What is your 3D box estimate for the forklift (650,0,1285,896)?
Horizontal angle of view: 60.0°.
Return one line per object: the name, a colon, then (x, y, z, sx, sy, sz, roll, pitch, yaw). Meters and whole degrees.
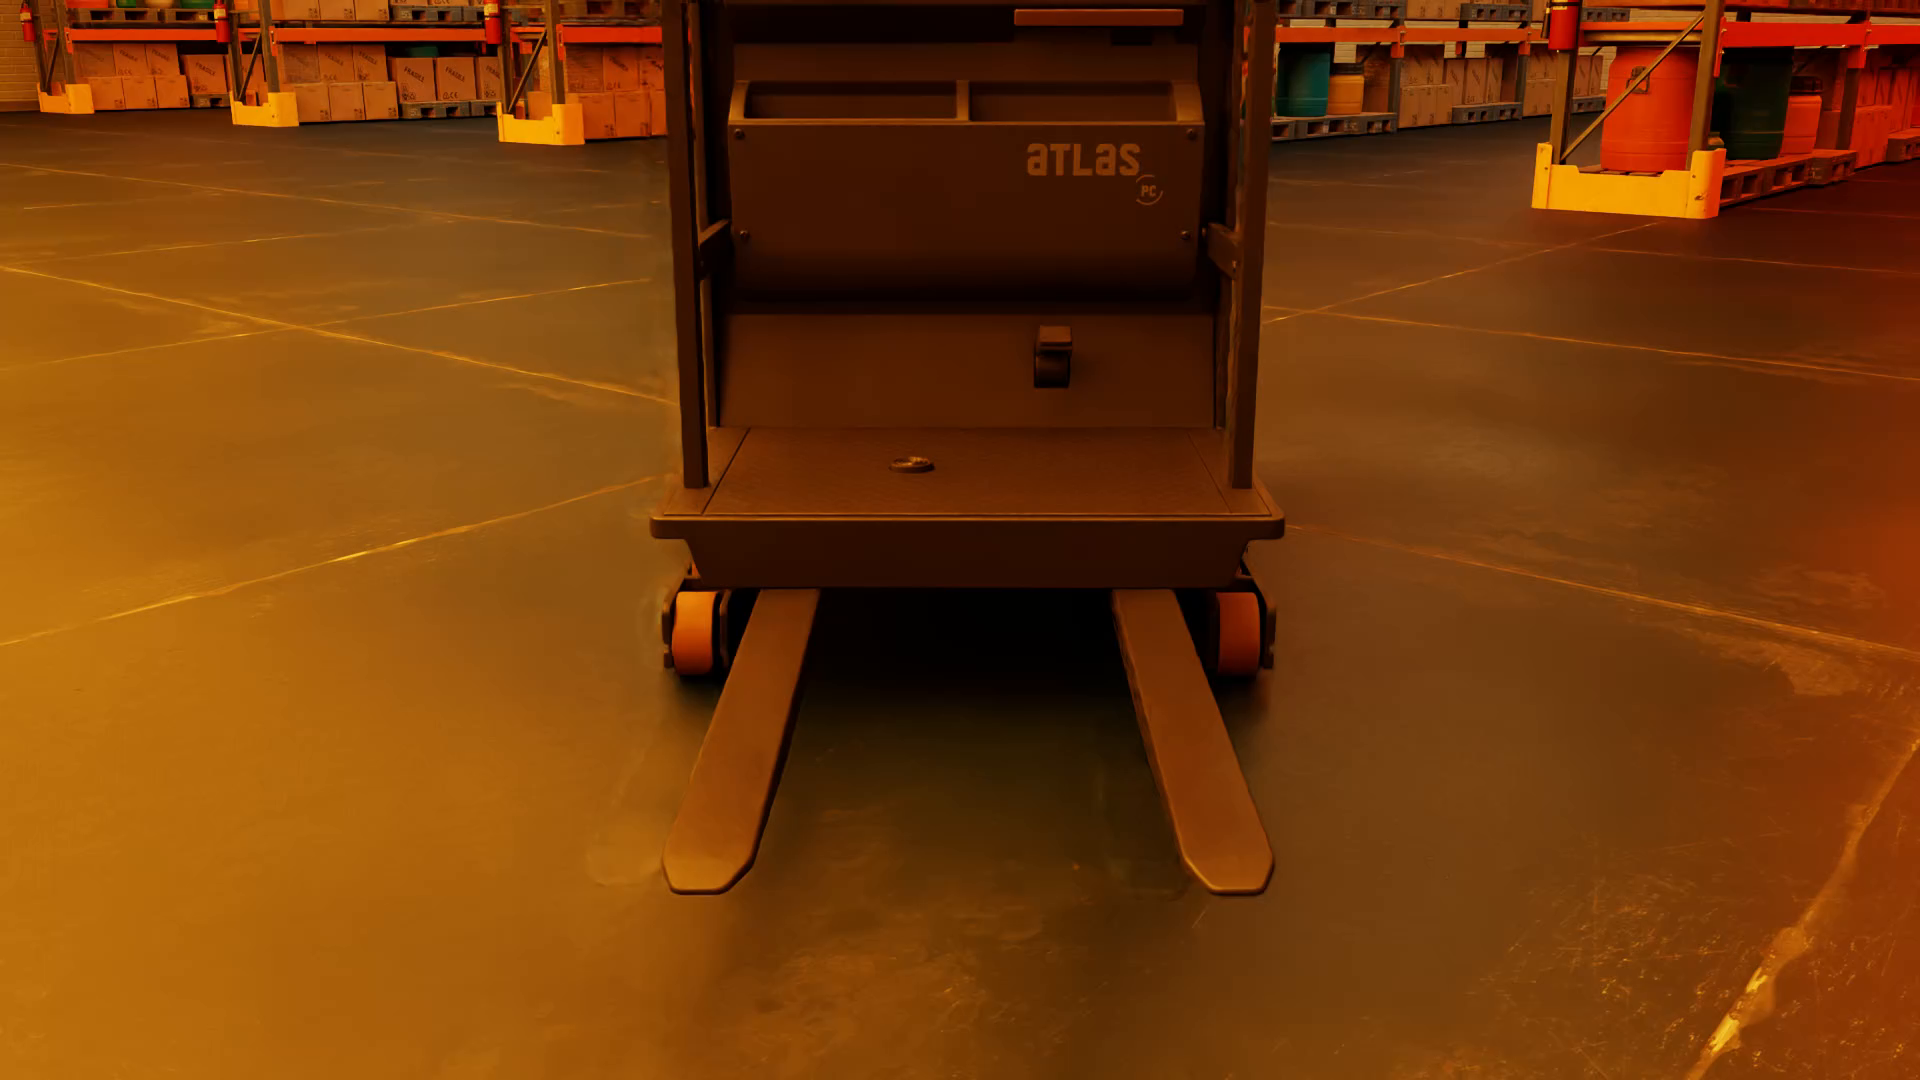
forklift: (0.014, -1.234, 2.961, 1.130, 2.935, 3.031, 0, 17, 0)
